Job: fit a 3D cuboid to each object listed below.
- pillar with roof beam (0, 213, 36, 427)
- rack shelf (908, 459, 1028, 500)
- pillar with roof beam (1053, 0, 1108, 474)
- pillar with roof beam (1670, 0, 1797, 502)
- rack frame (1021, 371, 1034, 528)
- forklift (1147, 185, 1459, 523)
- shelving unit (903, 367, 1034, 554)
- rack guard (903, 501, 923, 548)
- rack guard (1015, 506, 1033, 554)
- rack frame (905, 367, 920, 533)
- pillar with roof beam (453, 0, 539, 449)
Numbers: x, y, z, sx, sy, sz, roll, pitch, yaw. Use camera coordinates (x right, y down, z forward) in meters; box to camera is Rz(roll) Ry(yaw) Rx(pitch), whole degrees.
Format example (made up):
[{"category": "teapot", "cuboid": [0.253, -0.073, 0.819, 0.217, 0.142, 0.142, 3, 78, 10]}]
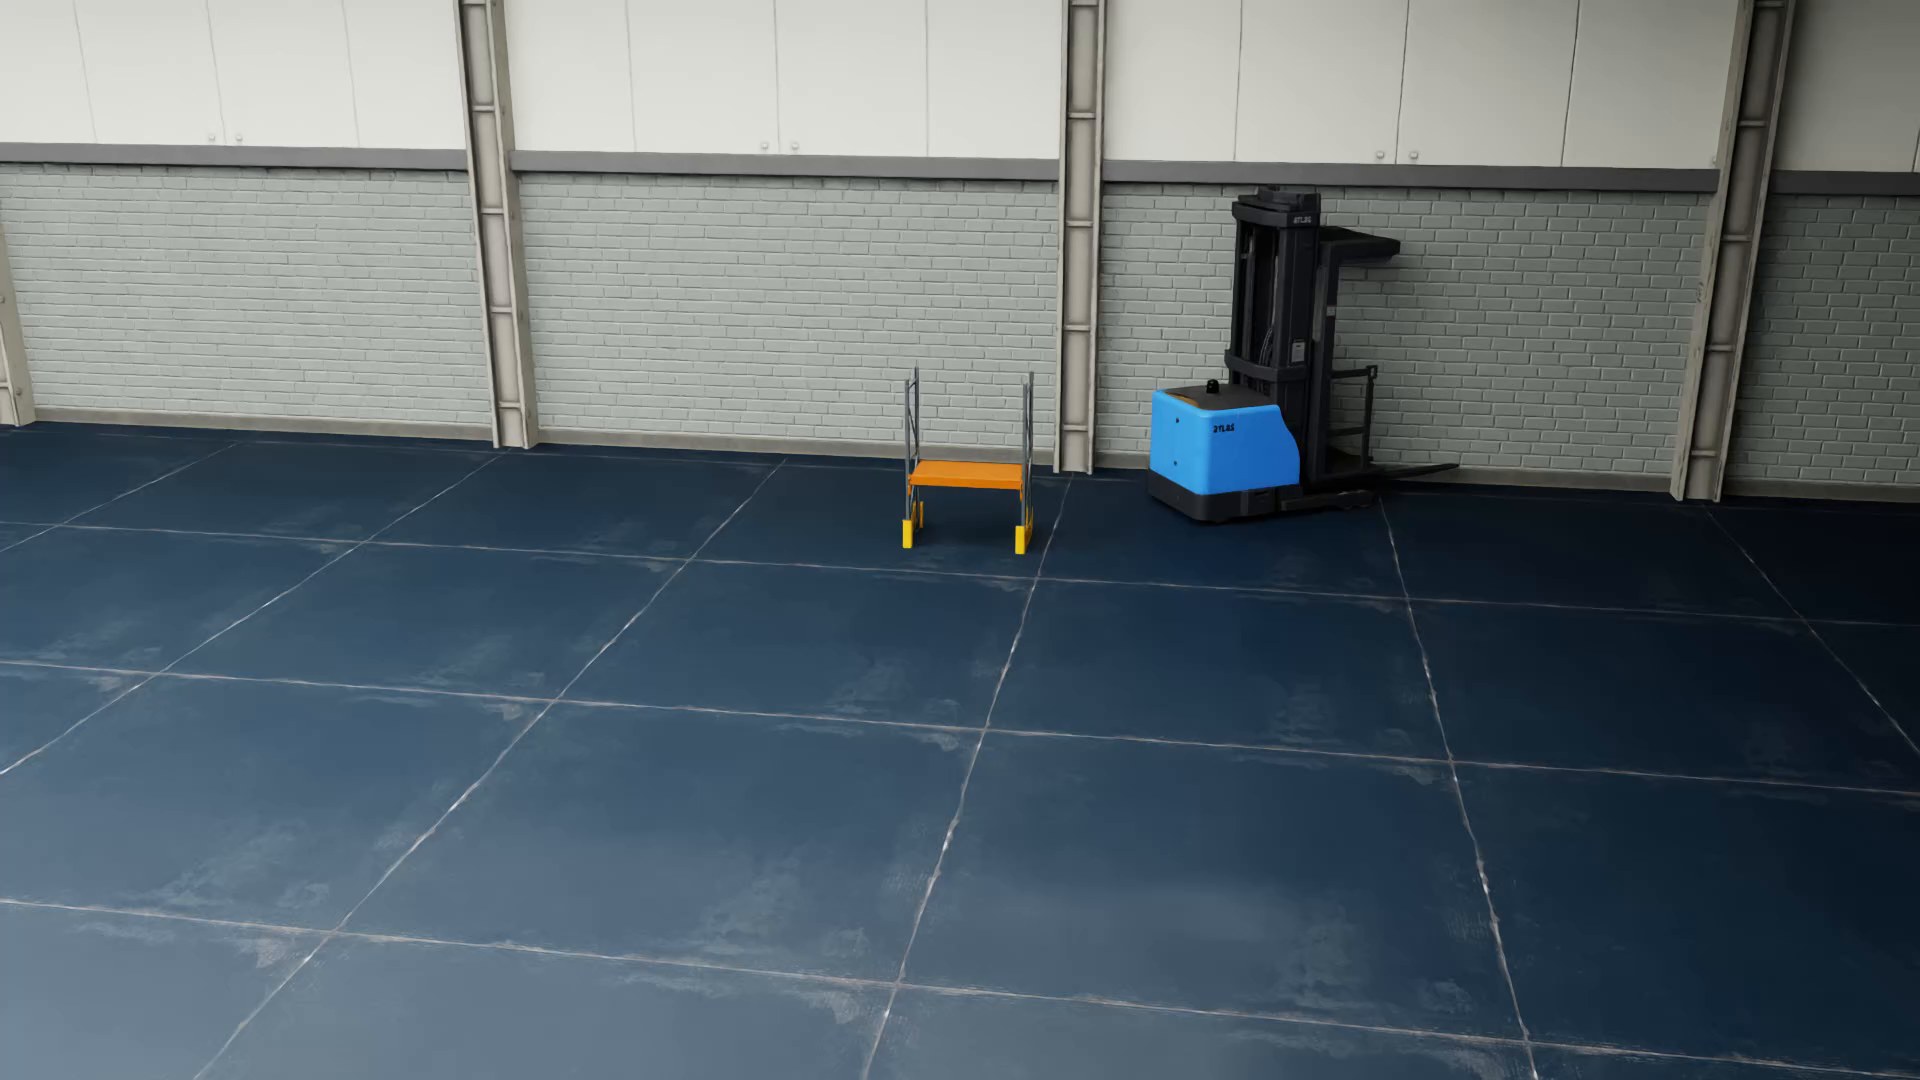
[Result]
[{"category": "pillar with roof beam", "cuboid": [-11.365, -4.243, 13.302, 0.400, 9.000, 9.100, 3, 19, 9]}, {"category": "rack shelf", "cuboid": [0.084, -0.536, 14.609, 1.000, 0.185, 0.538, 3, 19, 9]}, {"category": "pillar with roof beam", "cuboid": [0.483, -3.639, 11.497, 0.400, 9.000, 9.100, 3, 19, 9]}, {"category": "pillar with roof beam", "cuboid": [6.407, -3.337, 10.594, 0.400, 9.000, 9.100, 3, 19, 9]}, {"category": "rack frame", "cuboid": [0.586, -0.681, 14.476, 0.032, 1.500, 0.500, 3, 19, 9]}, {"category": "forklift", "cuboid": [3.364, -1.823, 15.633, 3.031, 2.935, 1.130, -7, 20, -21]}, {"category": "shelving unit", "cuboid": [0.075, -0.707, 14.554, 1.083, 1.500, 0.587, 3, 19, 9]}, {"category": "rack guard", "cuboid": [-0.416, -0.140, 14.827, 0.087, 0.250, 0.587, 3, 19, 9]}, {"category": "rack guard", "cuboid": [0.567, -0.090, 14.677, 0.087, 0.250, 0.587, 3, 19, 9]}, {"category": "rack frame", "cuboid": [-0.418, -0.733, 14.629, 0.032, 1.500, 0.500, 3, 19, 9]}, {"category": "pillar with roof beam", "cuboid": [-5.441, -3.941, 12.399, 0.400, 9.000, 9.100, 3, 19, 9]}]
